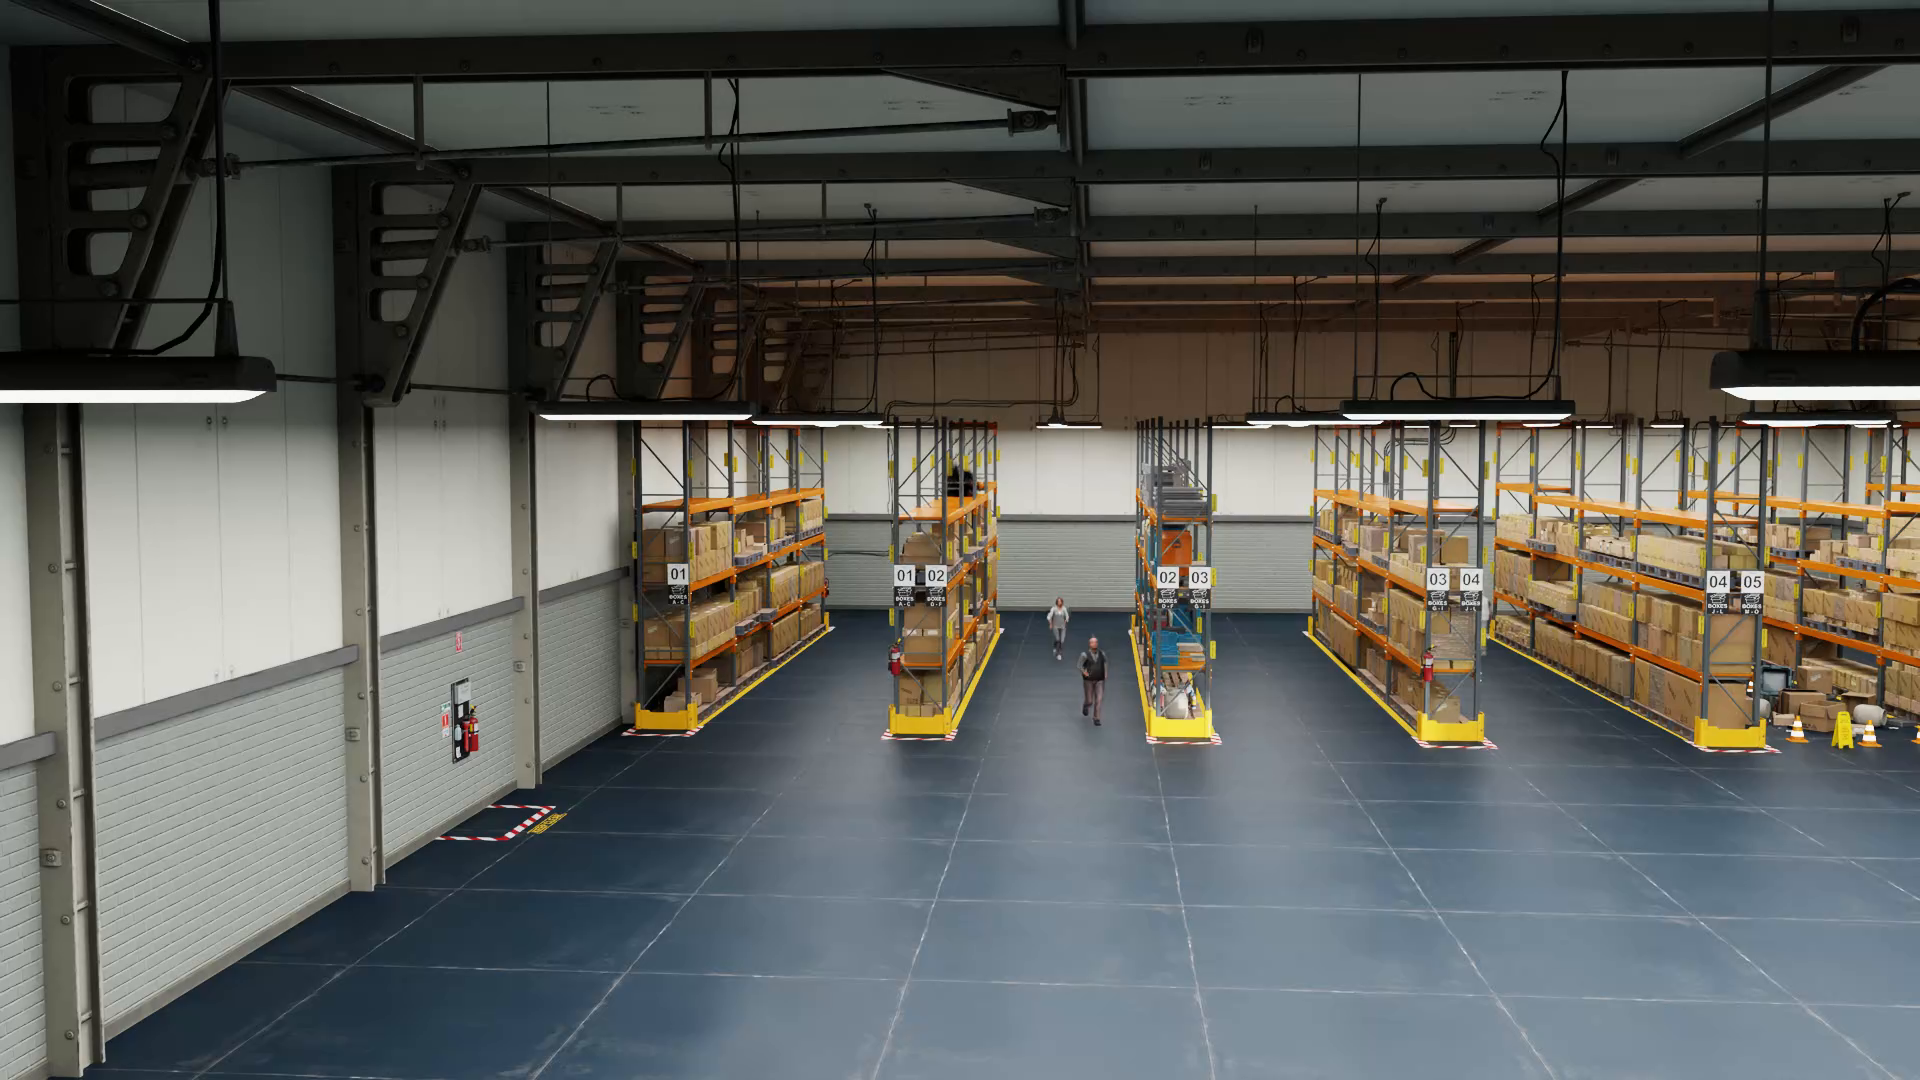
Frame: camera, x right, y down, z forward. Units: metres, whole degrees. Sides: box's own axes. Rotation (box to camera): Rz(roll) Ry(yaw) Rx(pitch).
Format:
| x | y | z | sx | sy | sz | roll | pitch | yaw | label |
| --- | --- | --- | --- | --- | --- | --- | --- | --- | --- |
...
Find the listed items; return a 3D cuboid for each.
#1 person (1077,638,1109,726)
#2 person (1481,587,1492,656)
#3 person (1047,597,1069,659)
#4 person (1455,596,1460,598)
| x | y | z | sx | sy | sz | roll | pitch | yaw | label |
| --- | --- | --- | --- | --- | --- | --- | --- | --- | --- |
| 2.616 | 2.756 | 32.476 | 0.663 | 1.680 | 0.832 | -1 | 4 | -8 | person |
| 13.280 | 2.037 | 42.478 | 0.657 | 1.747 | 0.945 | 0 | 4 | 6 | person |
| 2.484 | 2.222 | 41.670 | 0.535 | 1.558 | 0.534 | 0 | 4 | -7 | person |
| 13.567 | 1.918 | 45.870 | 0.589 | 1.716 | 0.776 | 1 | 4 | 17 | person |
